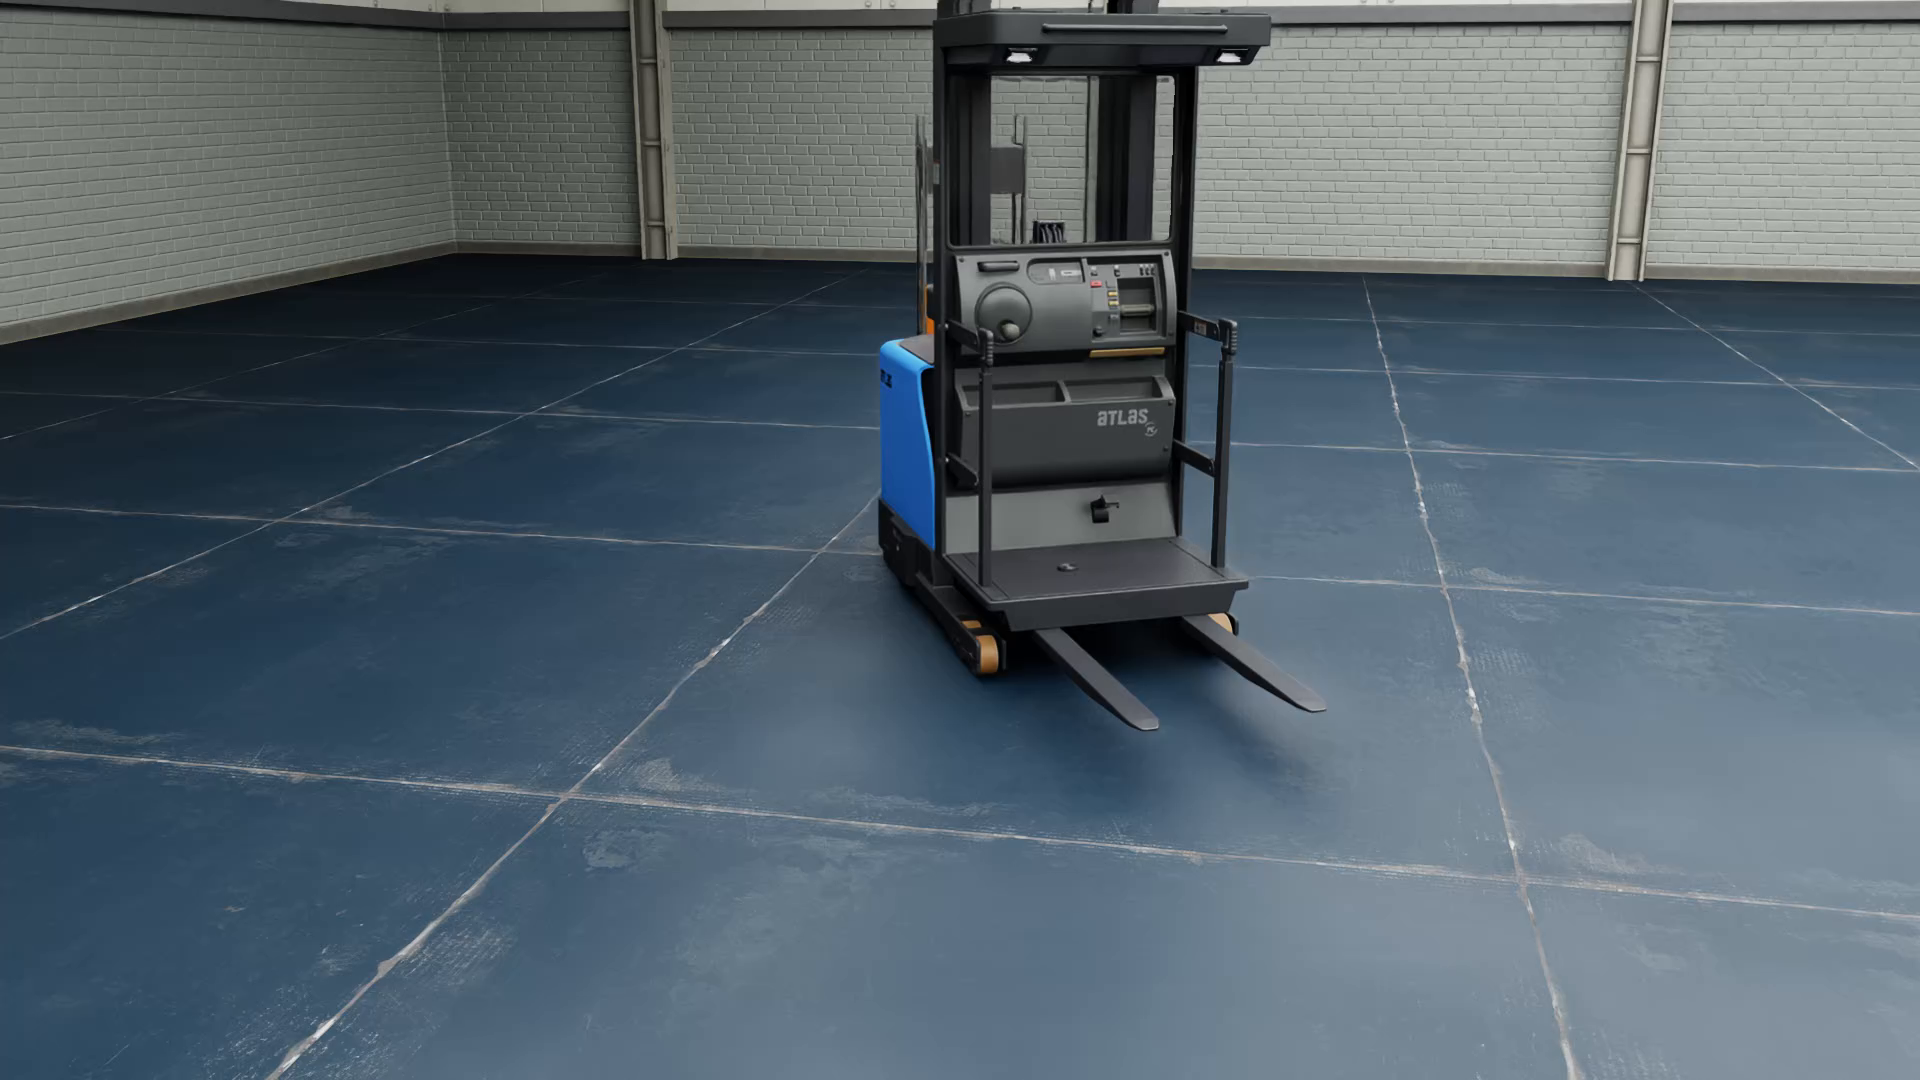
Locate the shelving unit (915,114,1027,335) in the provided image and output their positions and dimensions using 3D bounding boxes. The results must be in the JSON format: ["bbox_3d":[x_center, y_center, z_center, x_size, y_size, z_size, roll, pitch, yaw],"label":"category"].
[{"bbox_3d":[0.050,-1.055,8.368,0.503,2.100,0.431,-2,16,-6],"label":"shelving unit"}]

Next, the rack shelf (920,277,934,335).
[{"bbox_3d":[0.050,-1.042,8.372,0.480,0.518,0.431,-2,16,-6],"label":"rack shelf"}]

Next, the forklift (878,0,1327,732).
[{"bbox_3d":[0.498,-0.991,6.579,1.130,2.935,3.031,-4,16,-15],"label":"forklift"}]

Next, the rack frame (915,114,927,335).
[{"bbox_3d":[-0.193,-1.048,8.342,0.015,2.100,0.400,-2,16,-6],"label":"rack frame"}]

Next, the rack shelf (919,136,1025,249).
[{"bbox_3d":[0.050,-1.717,8.185,0.480,0.518,0.431,-2,16,-6],"label":"rack shelf"}]

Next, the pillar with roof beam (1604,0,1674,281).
[{"bbox_3d":[6.955,-6.283,14.317,0.400,9.000,9.100,3,16,11],"label":"pillar with roof beam"}]

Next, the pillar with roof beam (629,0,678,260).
[{"bbox_3d":[-4.804,-6.921,16.621,0.400,9.000,9.100,3,16,11],"label":"pillar with roof beam"}]

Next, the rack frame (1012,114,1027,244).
[{"bbox_3d":[0.292,-1.062,8.394,0.015,2.100,0.400,-2,16,-6],"label":"rack frame"}]

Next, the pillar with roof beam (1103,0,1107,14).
[{"bbox_3d":[1.075,-6.602,15.469,0.400,9.000,9.100,3,16,11],"label":"pillar with roof beam"}]
